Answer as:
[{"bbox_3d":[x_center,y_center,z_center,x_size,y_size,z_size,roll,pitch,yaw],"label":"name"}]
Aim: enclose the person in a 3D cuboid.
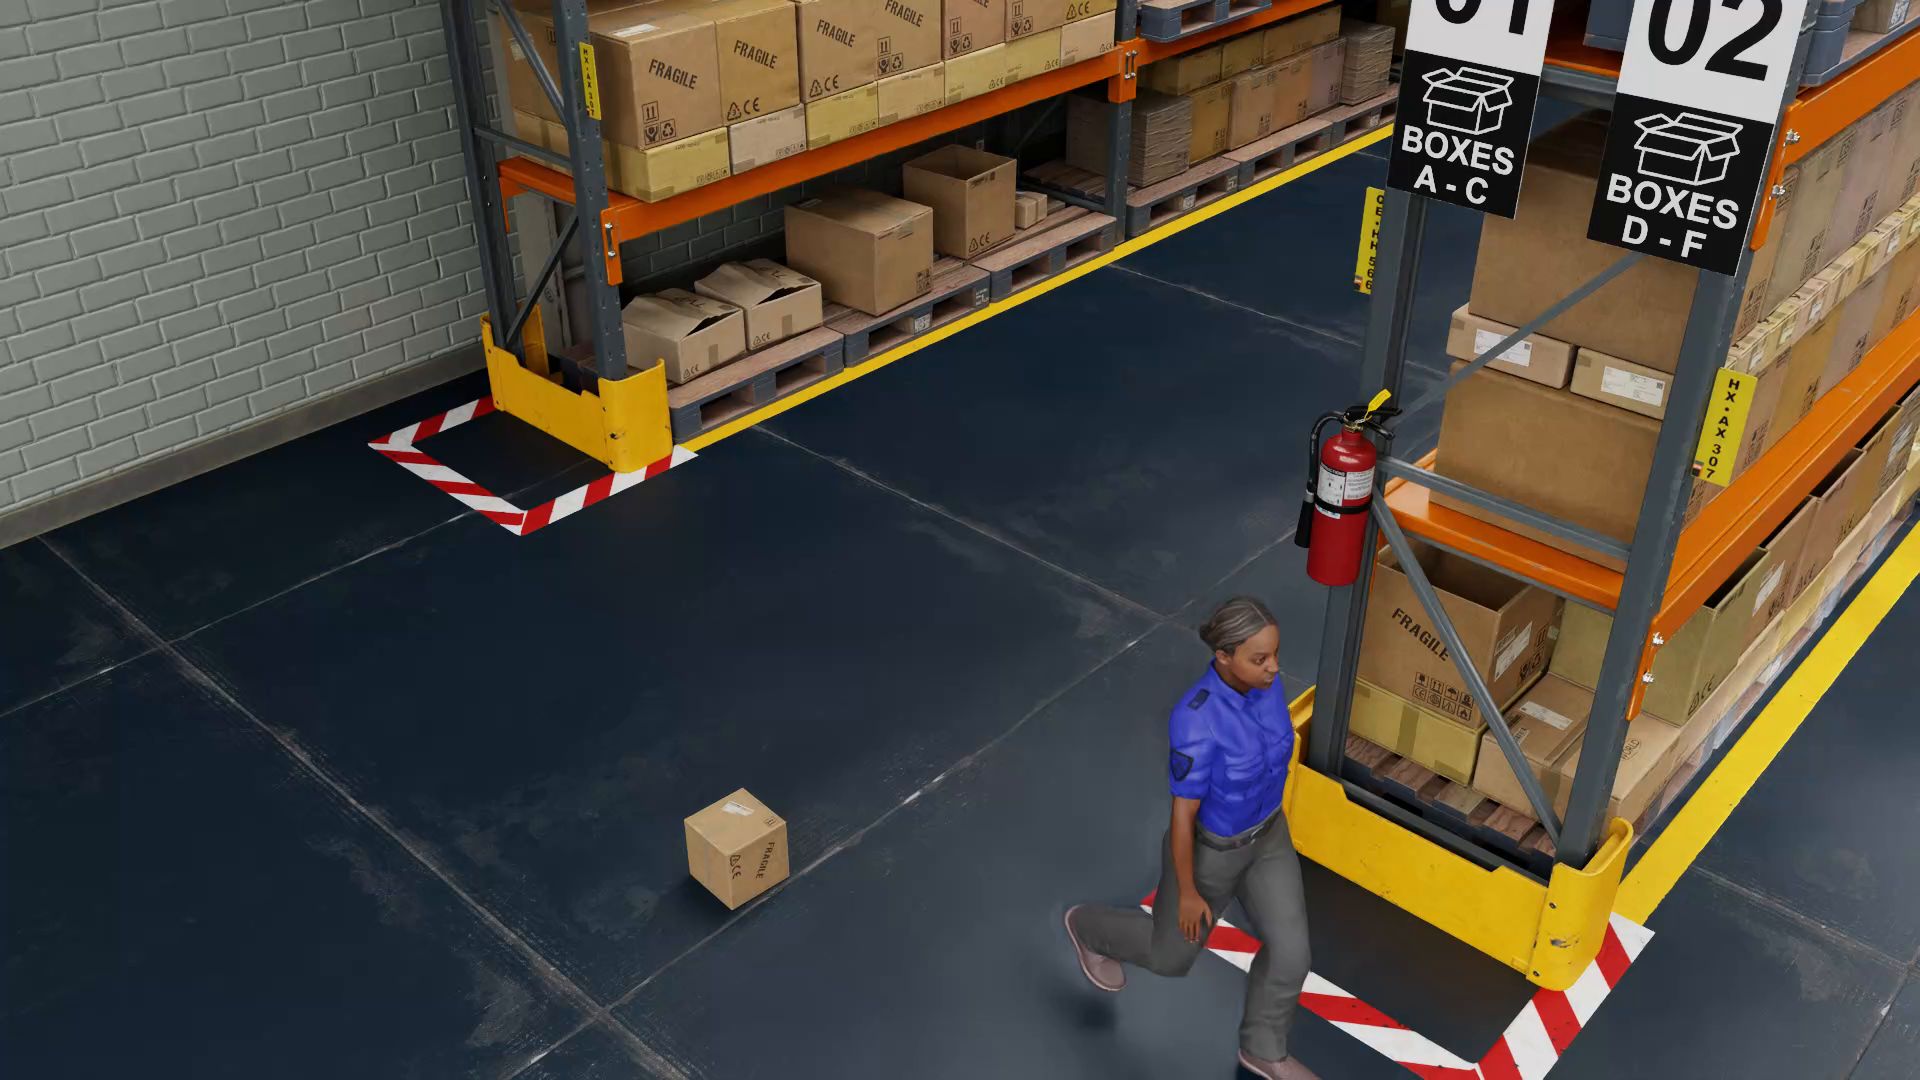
[{"bbox_3d":[0.707,0.844,4.744,0.471,1.608,0.906,-24,39,-33],"label":"person"}]
